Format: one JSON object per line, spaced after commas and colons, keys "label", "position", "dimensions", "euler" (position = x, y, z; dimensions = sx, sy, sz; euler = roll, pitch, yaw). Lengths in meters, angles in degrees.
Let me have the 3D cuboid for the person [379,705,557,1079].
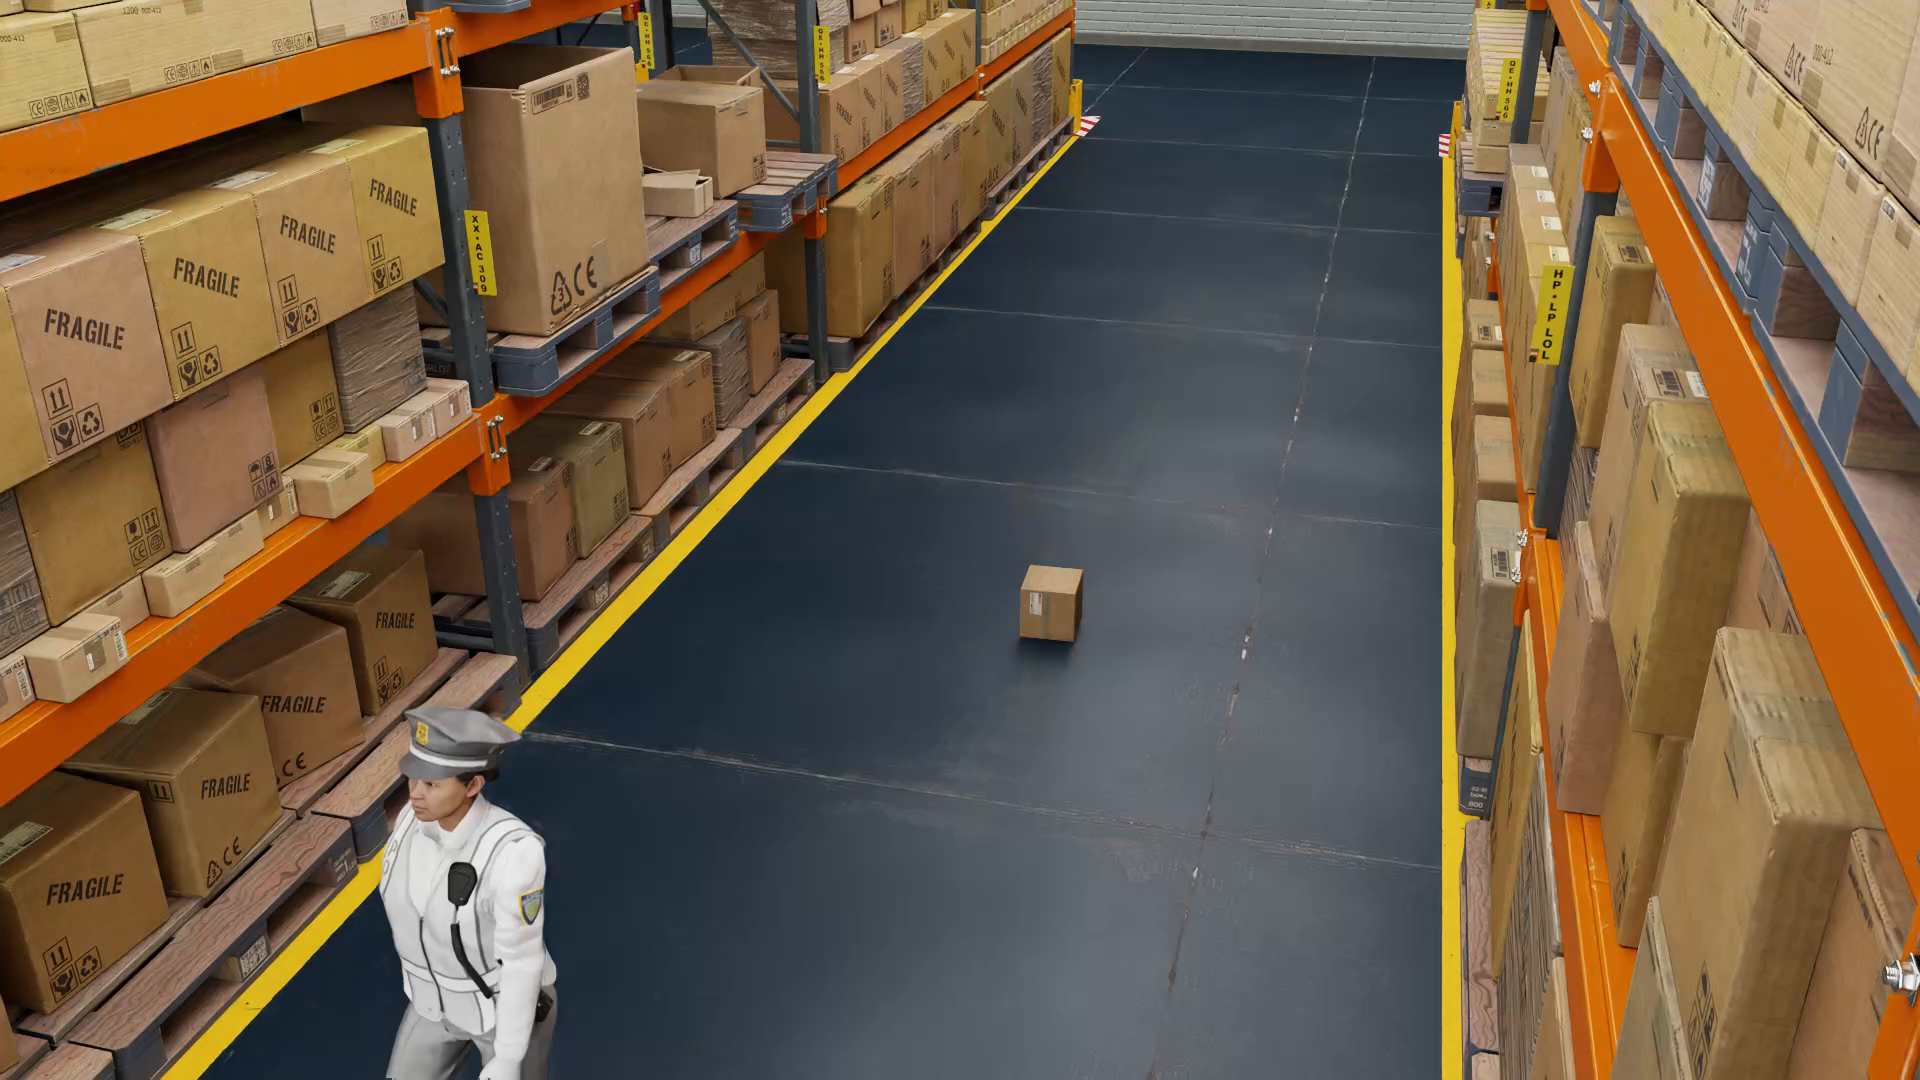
{"label": "person", "position": [-1.205, 1.181, 4.089], "dimensions": [0.477, 1.720, 0.456], "euler": [11, 28, 22]}
